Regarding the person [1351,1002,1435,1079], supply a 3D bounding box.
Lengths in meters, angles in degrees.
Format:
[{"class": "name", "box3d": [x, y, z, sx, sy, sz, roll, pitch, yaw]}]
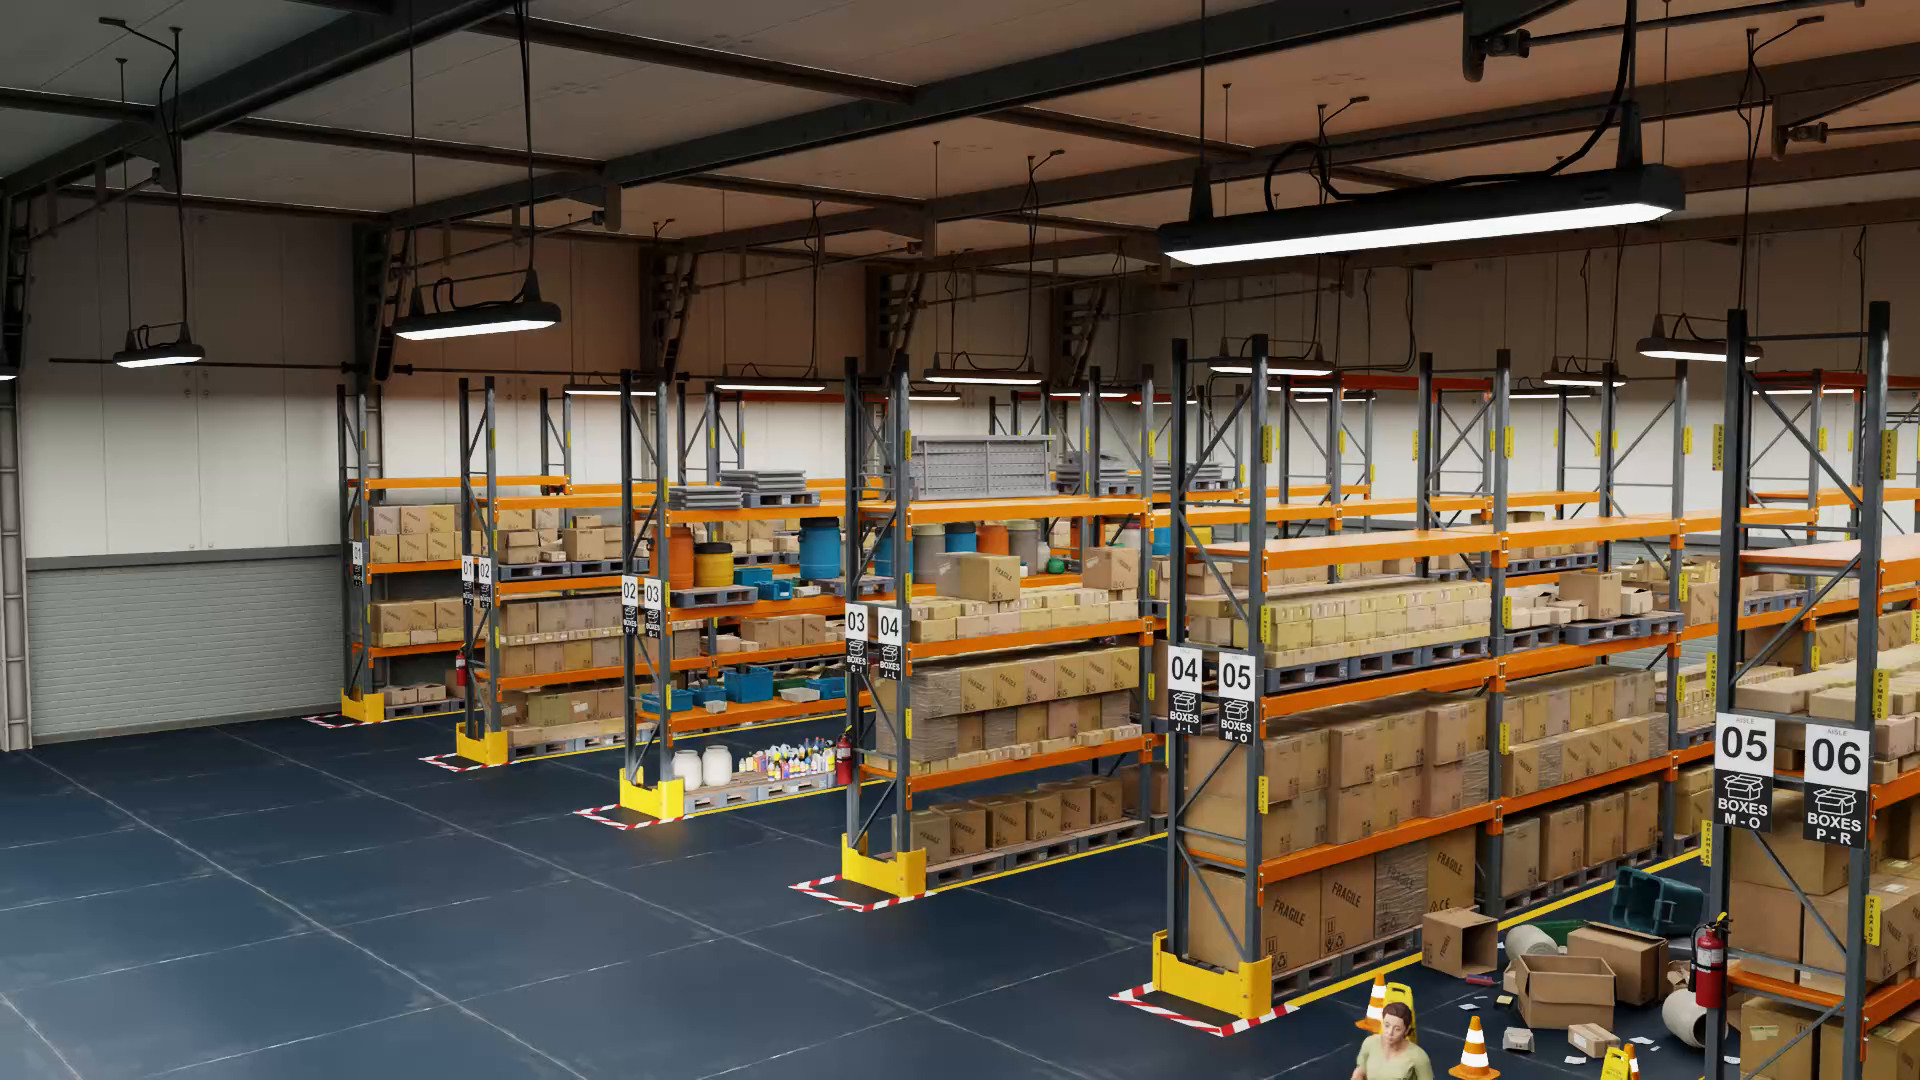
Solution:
[{"class": "person", "box3d": [2.735, 3.662, 10.593, 0.699, 1.608, 0.659, 2, 4, 31]}]

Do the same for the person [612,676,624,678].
[{"class": "person", "box3d": [-6.329, 2.297, 31.161, 0.660, 1.671, 0.567, 2, 4, 26]}]
